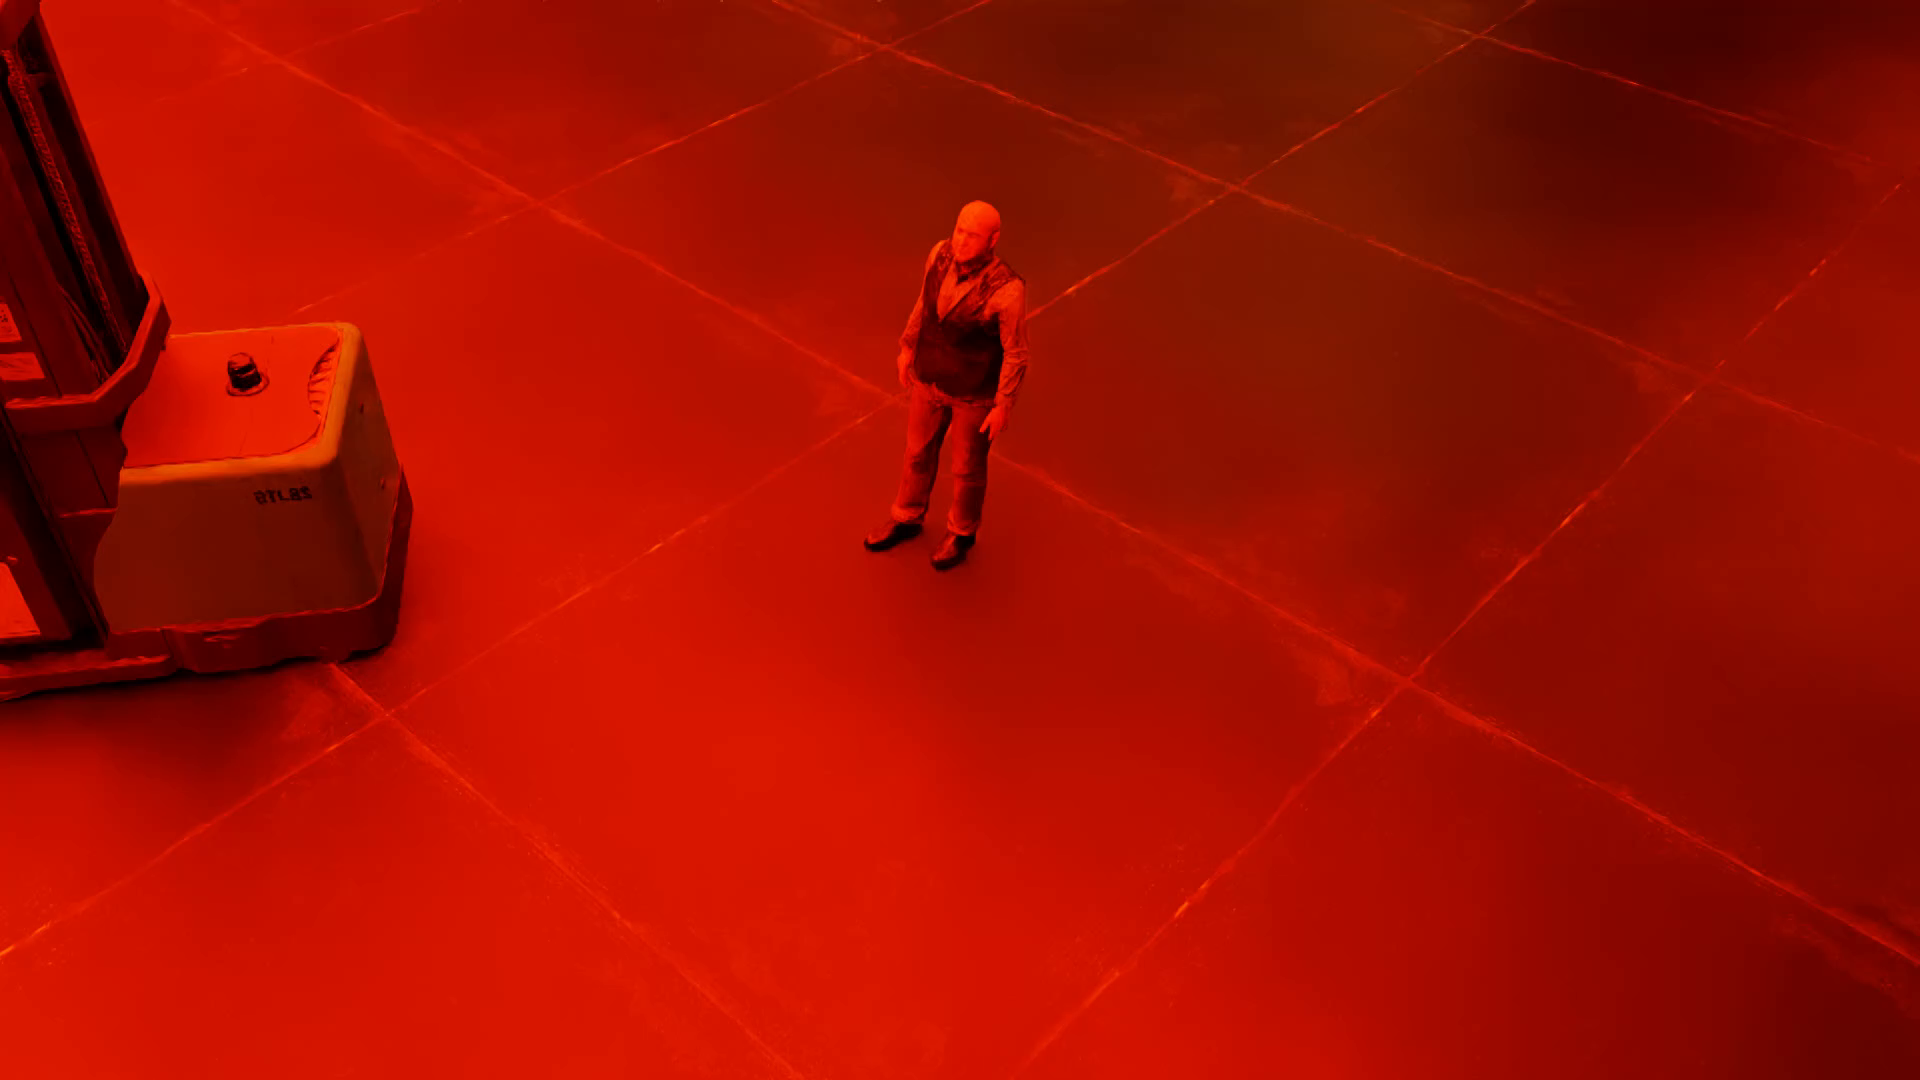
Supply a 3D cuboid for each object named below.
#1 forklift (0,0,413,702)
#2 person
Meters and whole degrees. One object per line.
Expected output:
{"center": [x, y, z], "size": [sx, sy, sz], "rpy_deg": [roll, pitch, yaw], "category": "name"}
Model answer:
{"center": [-3.979, -0.790, 6.349], "size": [3.031, 2.935, 1.130], "rpy_deg": [-6, 41, -7], "category": "forklift"}
{"center": [-0.048, -0.632, 7.083], "size": [0.632, 1.720, 0.567], "rpy_deg": [31, 49, 31], "category": "person"}
